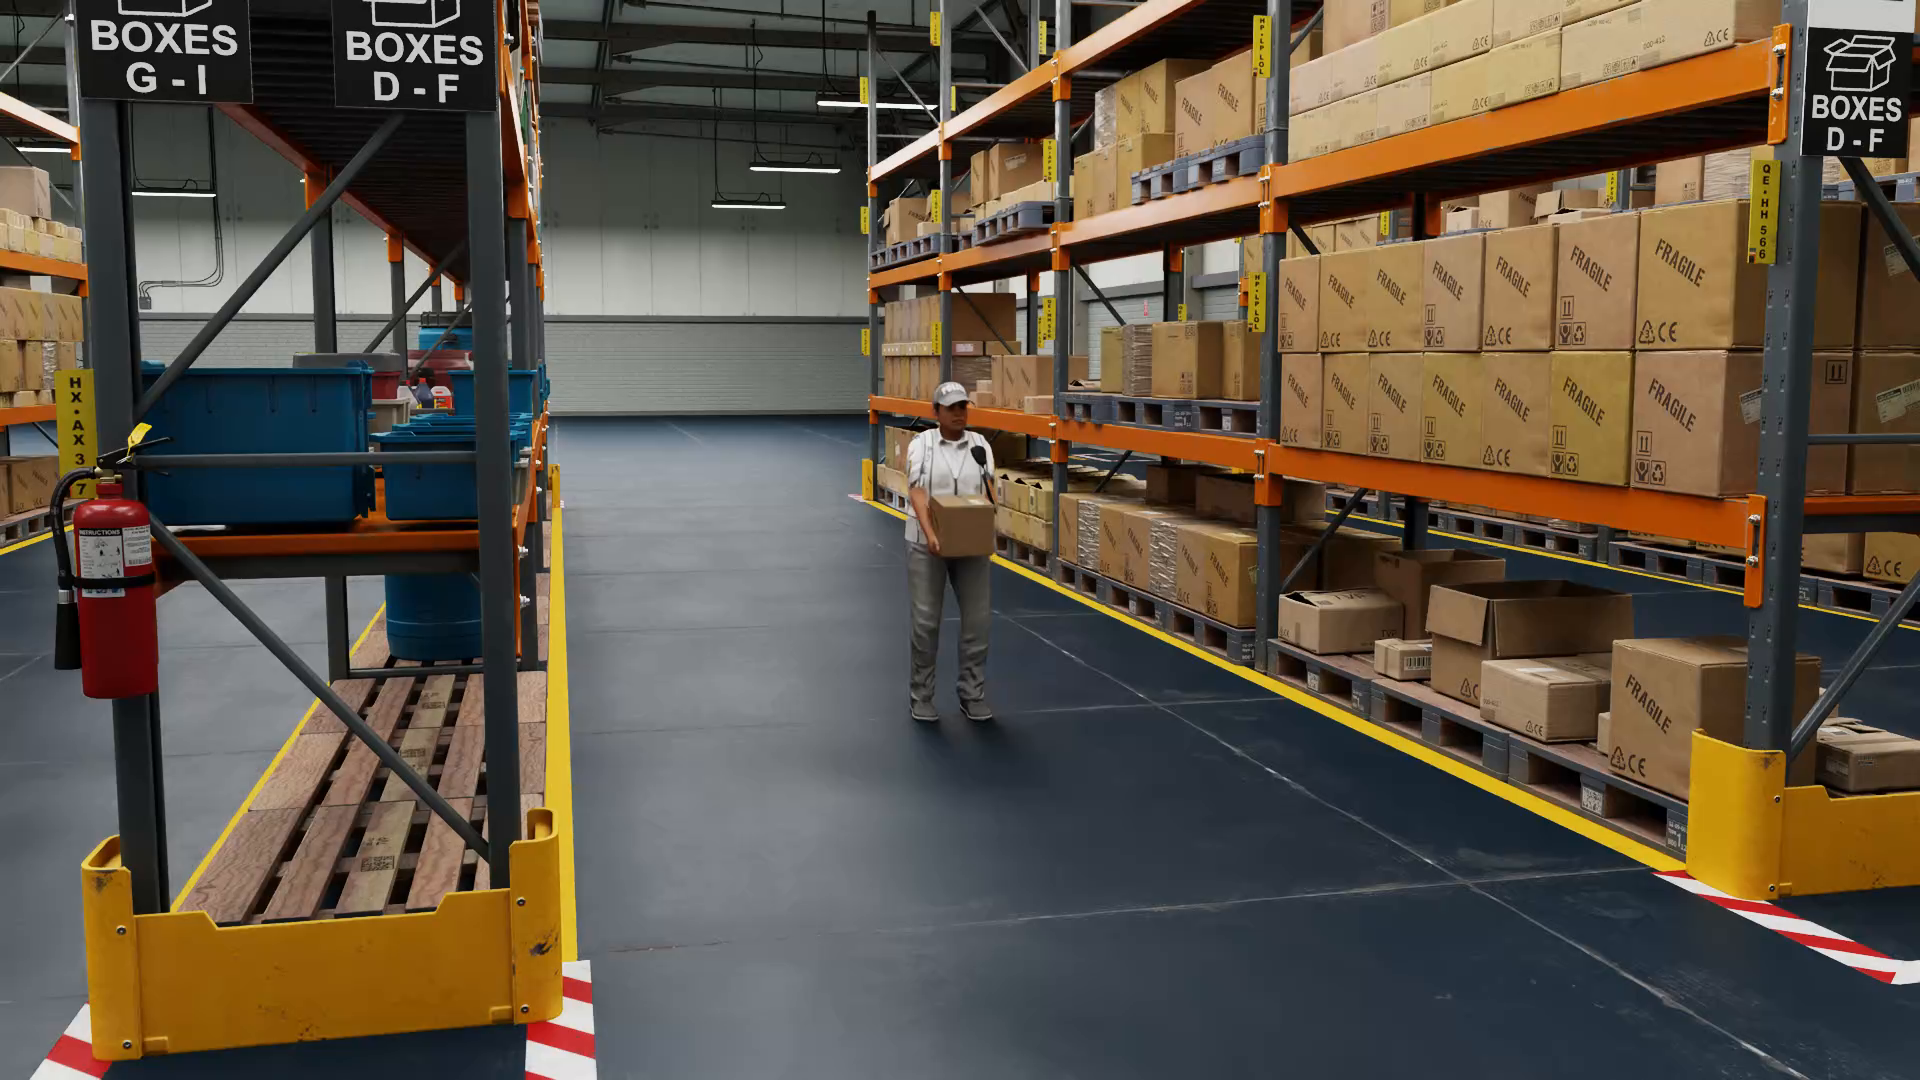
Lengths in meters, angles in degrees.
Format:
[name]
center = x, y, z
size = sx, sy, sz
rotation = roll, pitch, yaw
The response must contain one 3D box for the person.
[person]
center = -0.031, 0.057, 8.193
size = 0.452, 1.663, 0.540
rotation = -2, 6, -14
